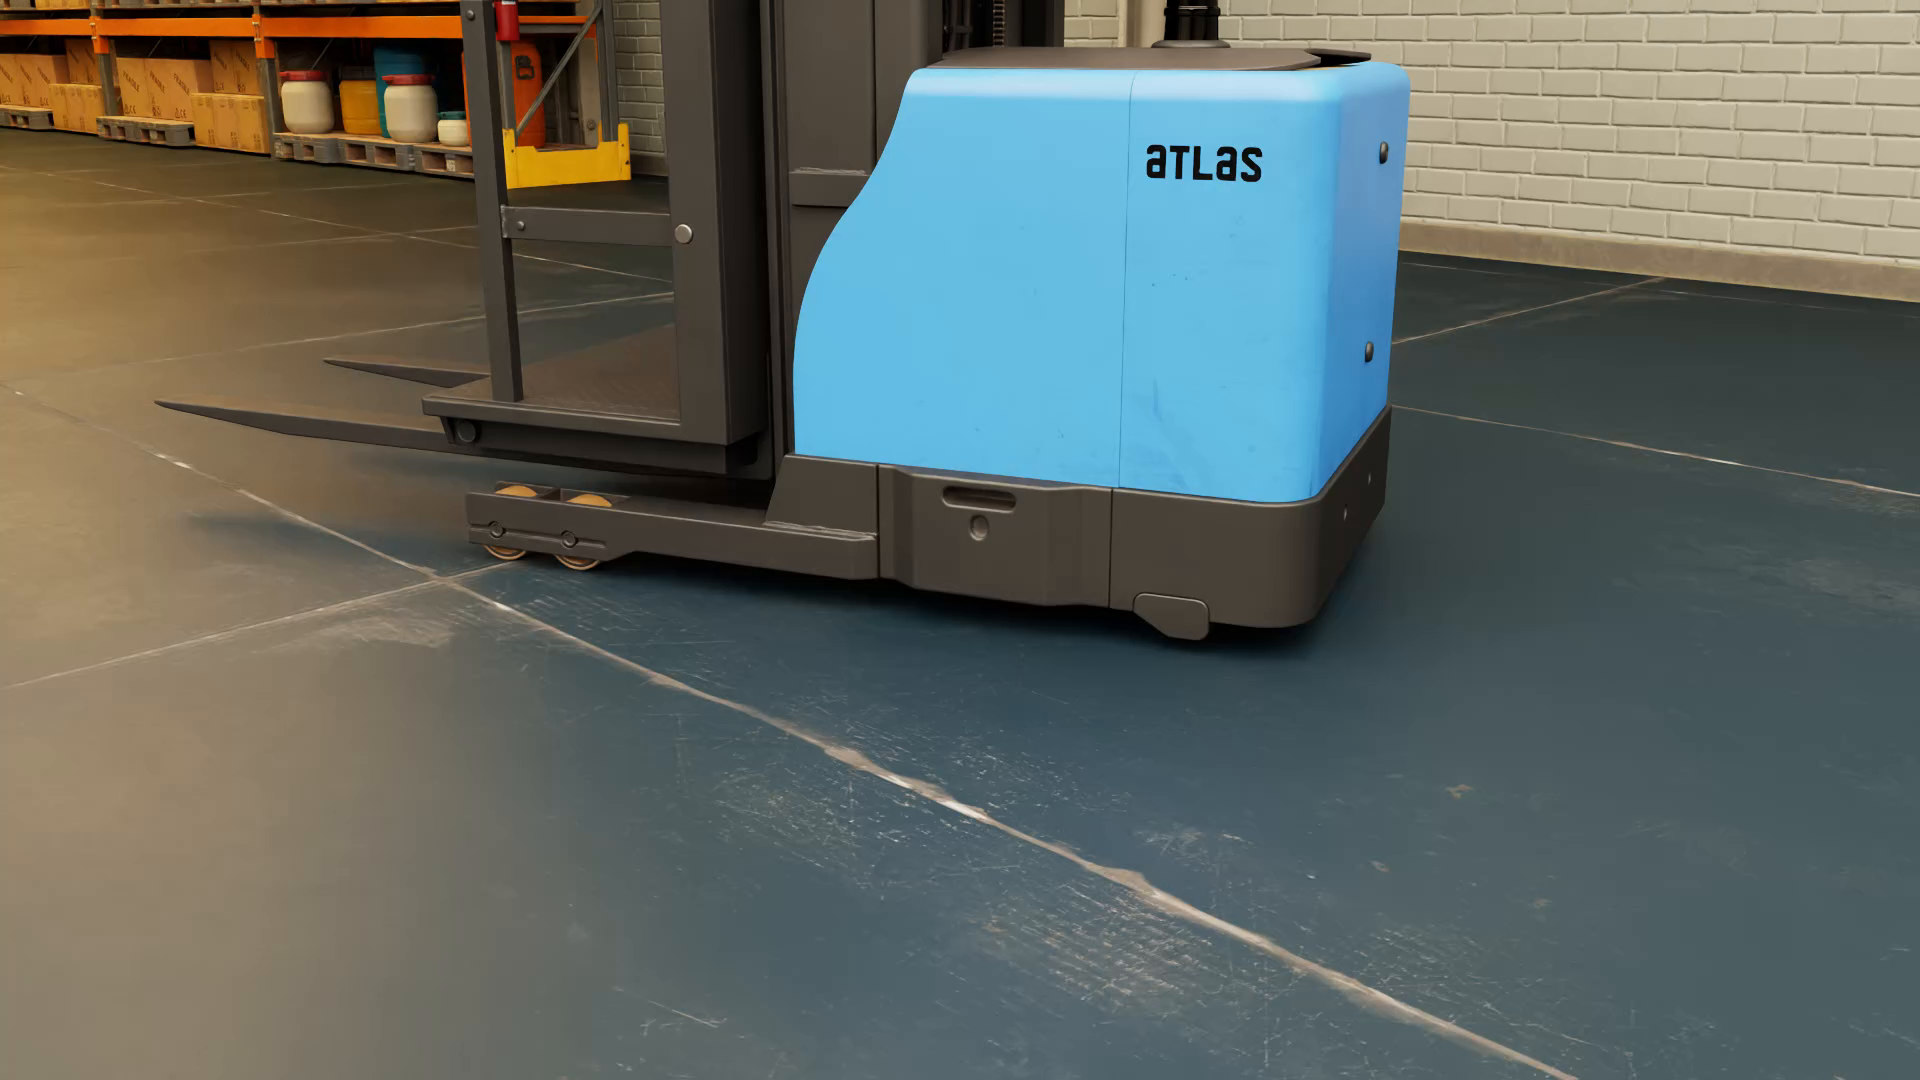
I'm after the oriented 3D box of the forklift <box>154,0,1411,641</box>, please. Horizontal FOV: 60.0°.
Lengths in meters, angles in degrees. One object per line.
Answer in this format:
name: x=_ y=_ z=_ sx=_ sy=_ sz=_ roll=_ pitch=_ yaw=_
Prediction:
forklift: x=-0.563 y=-1.469 z=3.684 sx=3.031 sy=2.935 sz=1.130 roll=7 pitch=18 yaw=21
